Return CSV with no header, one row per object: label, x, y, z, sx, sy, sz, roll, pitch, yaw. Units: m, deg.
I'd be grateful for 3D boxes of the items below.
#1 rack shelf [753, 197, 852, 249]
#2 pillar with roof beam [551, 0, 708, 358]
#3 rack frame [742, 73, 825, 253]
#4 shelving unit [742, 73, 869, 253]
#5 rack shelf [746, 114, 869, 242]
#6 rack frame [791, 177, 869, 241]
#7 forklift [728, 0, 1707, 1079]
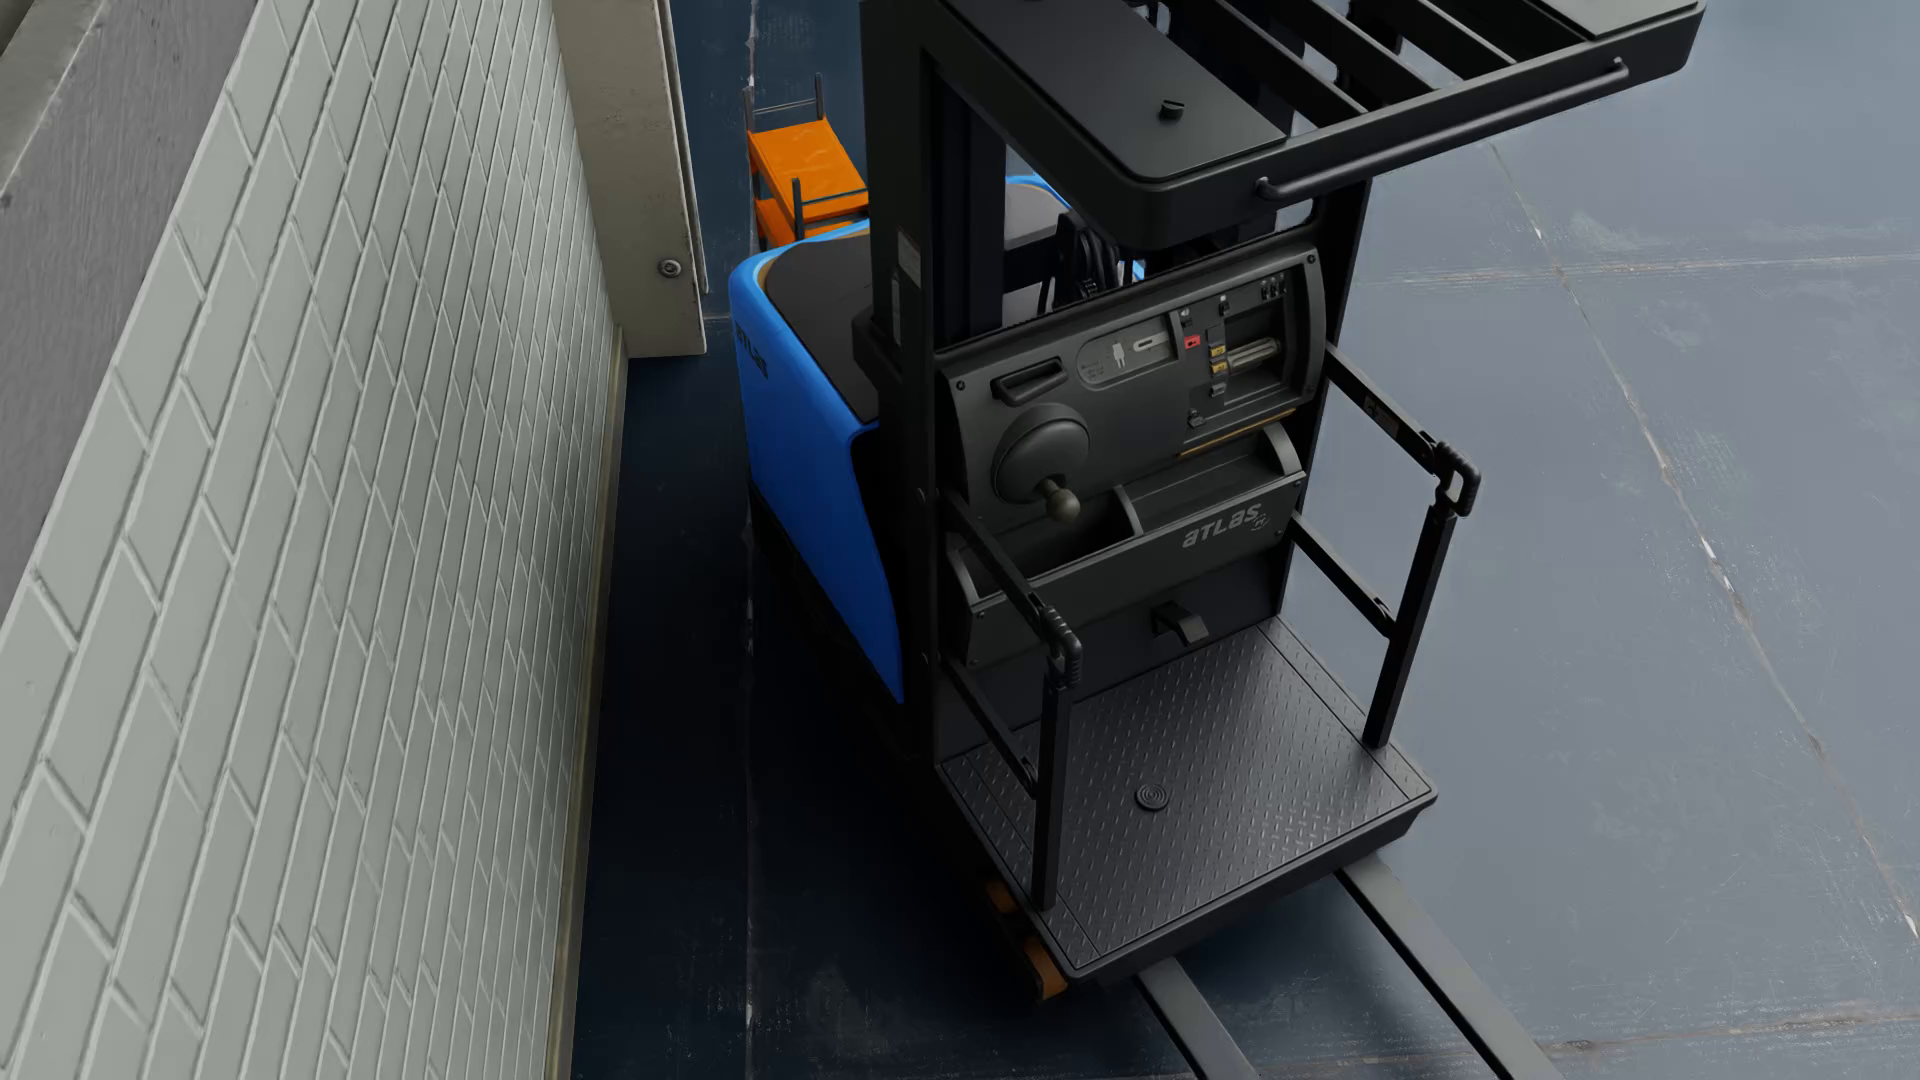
rack shelf,-0.433,-0.871,5.033,0.258,0.148,0.480,-16,49,-14
pillar with roof beam,3.222,-4.148,2.980,9.100,9.000,0.400,-3,47,-3
rack frame,-0.520,-0.929,5.304,0.240,1.200,0.015,-16,49,-14
shelving unit,-0.433,-0.764,5.147,0.258,1.200,0.503,-16,49,-14
rack shelf,-0.433,-1.034,4.862,0.258,0.148,0.480,-16,49,-14
rack frame,-0.345,-0.598,4.990,0.240,1.200,0.015,-16,49,-14
forklift,0.503,-0.245,3.463,1.130,2.935,3.031,-22,50,-19
